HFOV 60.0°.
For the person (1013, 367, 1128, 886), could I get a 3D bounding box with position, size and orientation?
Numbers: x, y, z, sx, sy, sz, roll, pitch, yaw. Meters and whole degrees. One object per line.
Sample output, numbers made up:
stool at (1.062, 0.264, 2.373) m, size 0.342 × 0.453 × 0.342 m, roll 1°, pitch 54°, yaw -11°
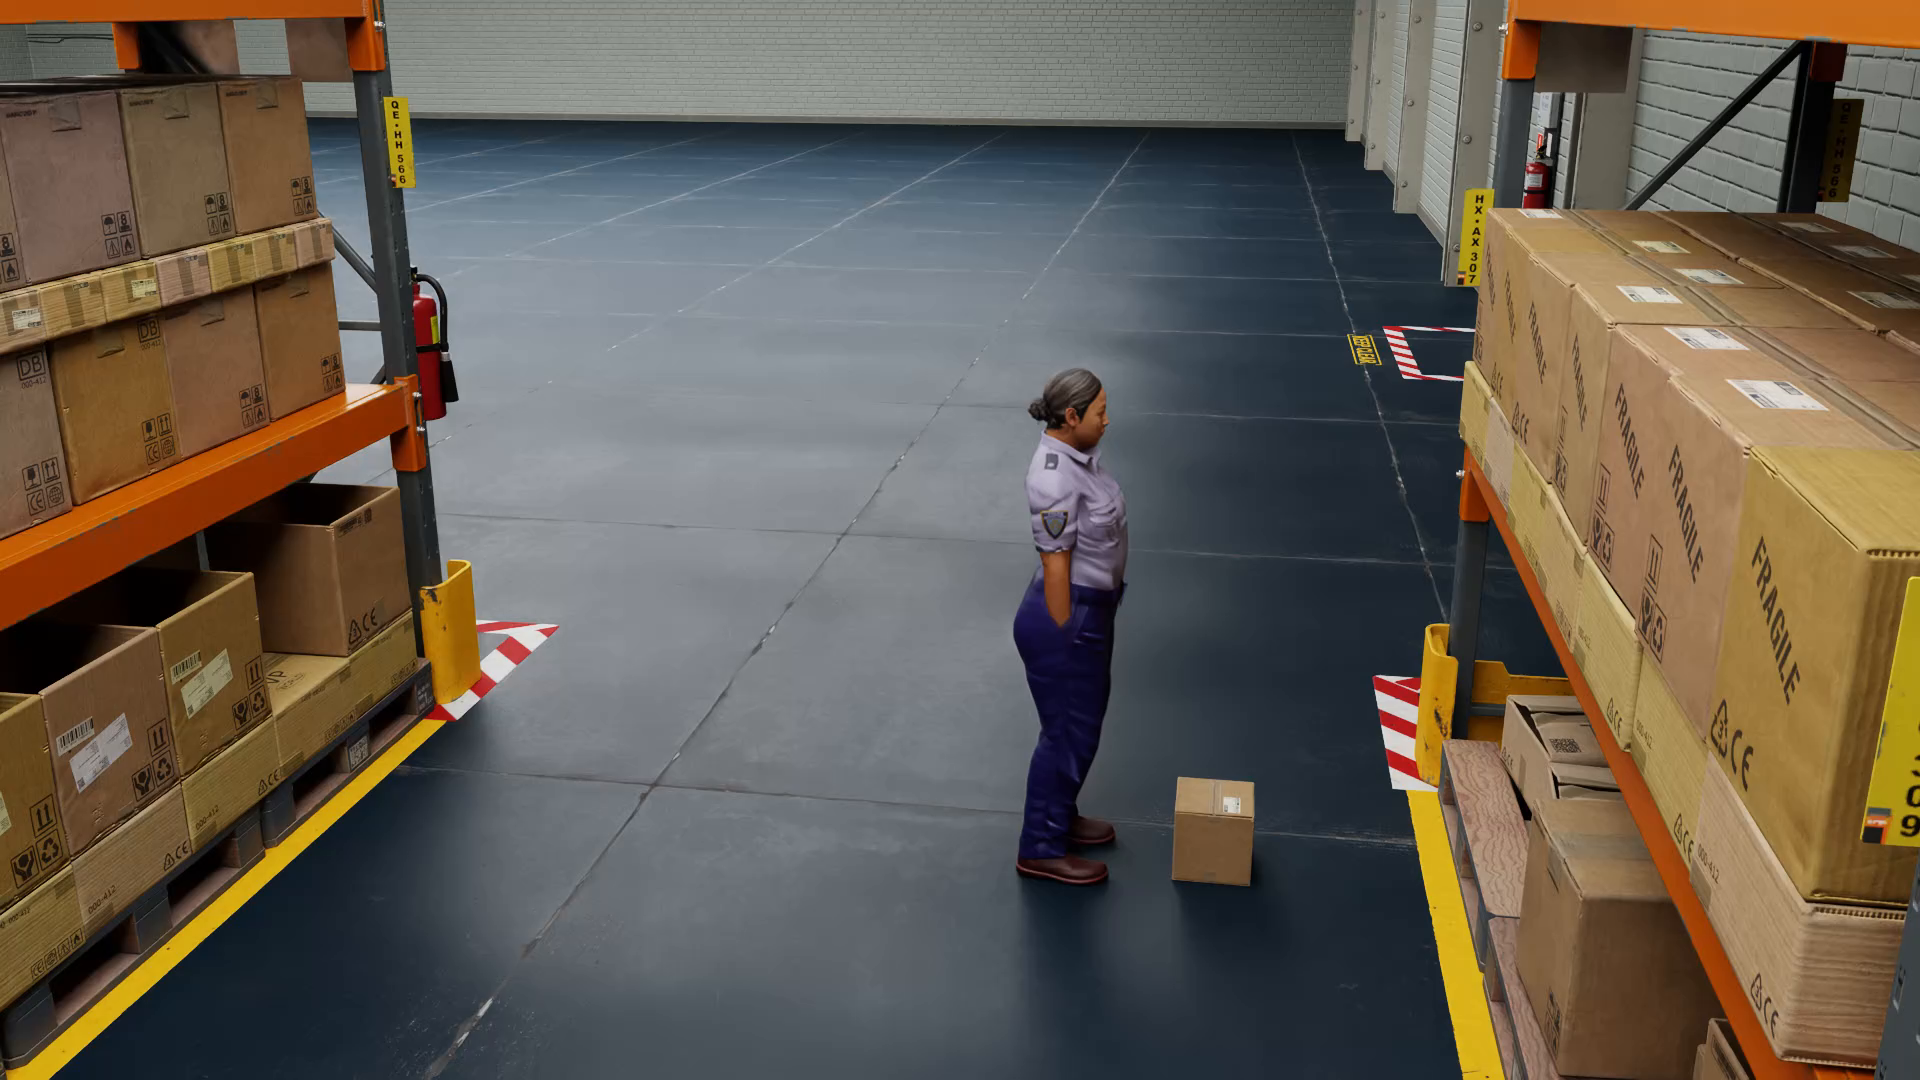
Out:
person at (0.356, 0.261, 5.292) m, size 0.342 × 1.642 × 0.469 m, roll 3°, pitch 18°, yaw 10°
